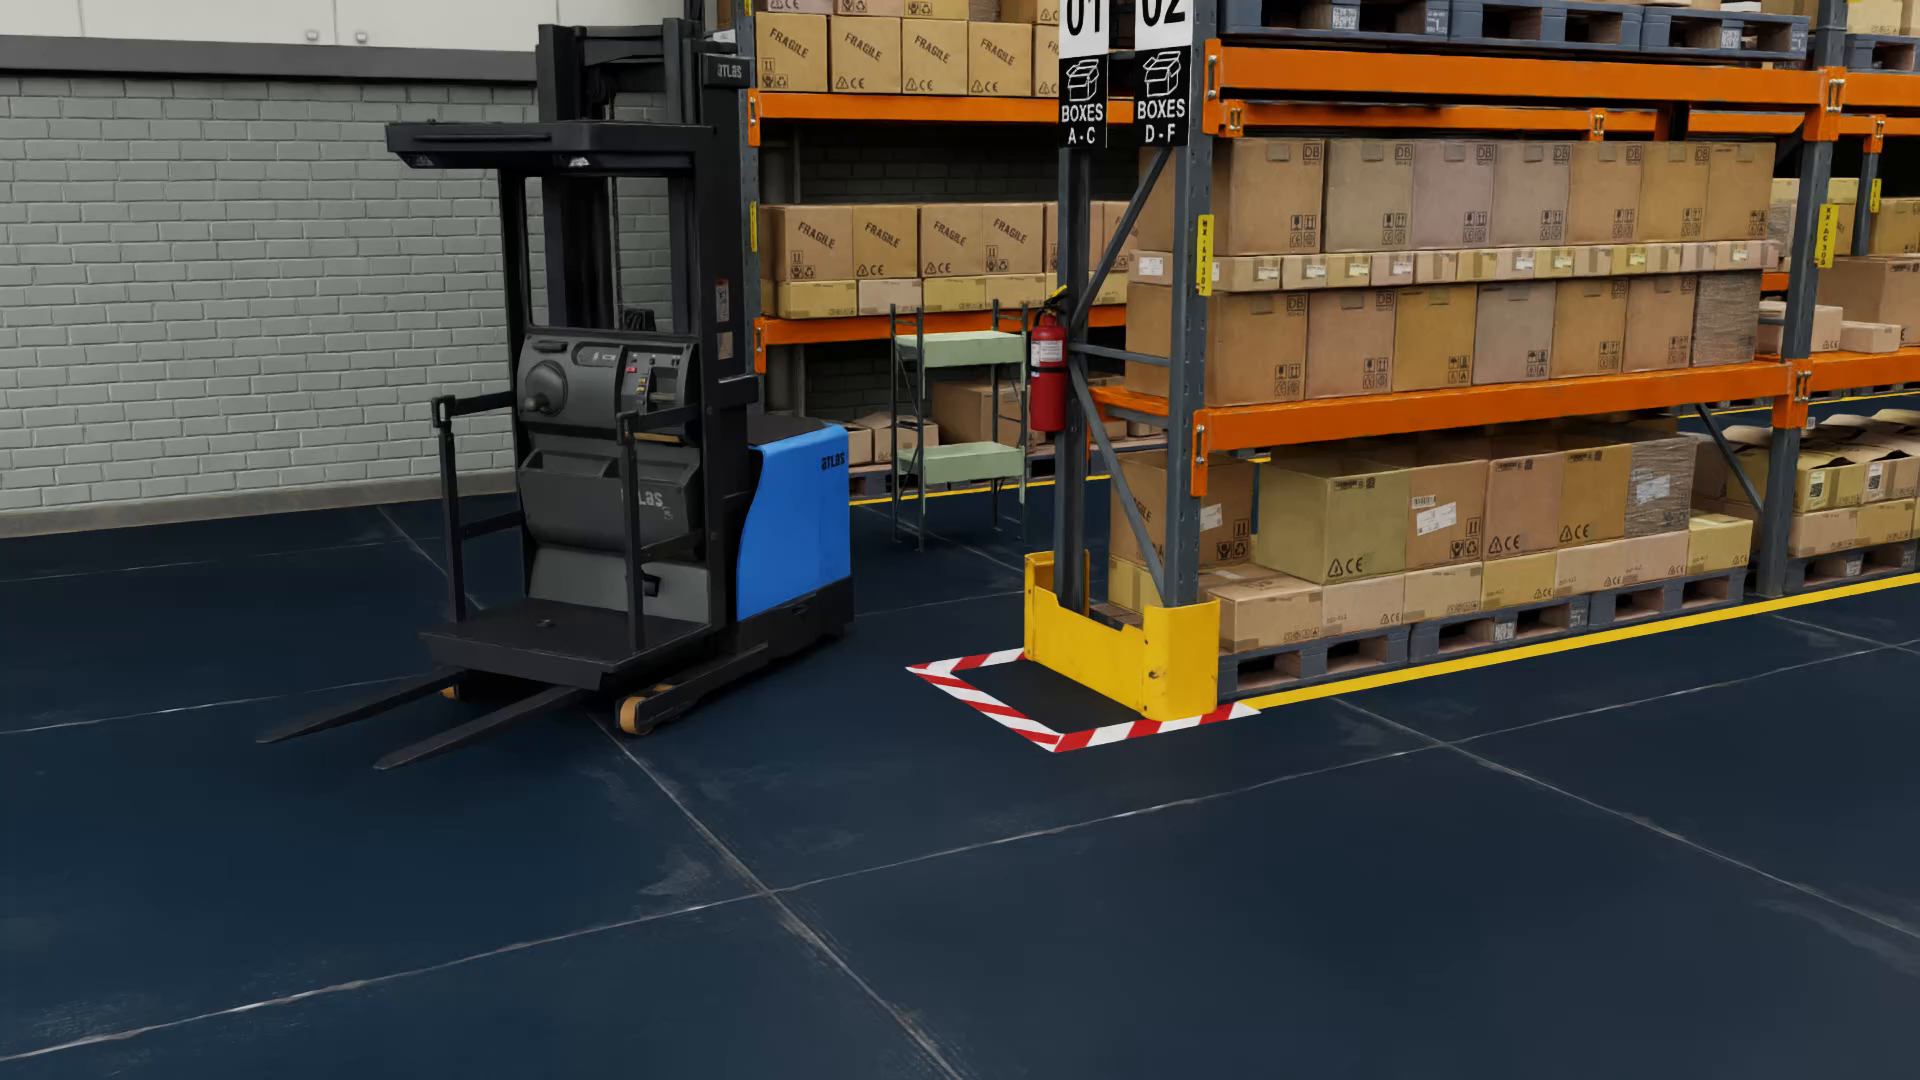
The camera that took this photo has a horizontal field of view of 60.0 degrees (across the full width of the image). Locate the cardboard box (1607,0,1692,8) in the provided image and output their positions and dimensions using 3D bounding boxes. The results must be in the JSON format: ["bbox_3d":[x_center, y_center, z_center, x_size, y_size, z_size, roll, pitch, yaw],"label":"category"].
[{"bbox_3d":[3.324,-2.667,8.092,0.250,0.149,0.380,-7,14,-28],"label":"cardboard box"}]

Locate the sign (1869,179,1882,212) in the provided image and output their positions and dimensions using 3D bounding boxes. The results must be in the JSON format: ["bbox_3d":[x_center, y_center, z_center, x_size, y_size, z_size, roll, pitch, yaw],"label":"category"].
[{"bbox_3d":[9.165,-3.451,16.654,0.005,0.325,0.100,-7,14,-28],"label":"sign"}]

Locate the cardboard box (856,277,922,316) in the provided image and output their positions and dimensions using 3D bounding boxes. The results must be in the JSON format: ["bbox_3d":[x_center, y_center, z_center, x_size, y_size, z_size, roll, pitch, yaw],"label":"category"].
[{"bbox_3d":[-0.607,-1.750,11.849,0.500,0.250,0.500,-7,15,-30],"label":"cardboard box"}]

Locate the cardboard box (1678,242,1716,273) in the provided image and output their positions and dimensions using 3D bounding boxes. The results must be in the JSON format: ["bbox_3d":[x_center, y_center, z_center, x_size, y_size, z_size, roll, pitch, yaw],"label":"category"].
[{"bbox_3d":[3.669,-1.474,8.622,0.250,0.149,0.380,-7,15,-30],"label":"cardboard box"}]

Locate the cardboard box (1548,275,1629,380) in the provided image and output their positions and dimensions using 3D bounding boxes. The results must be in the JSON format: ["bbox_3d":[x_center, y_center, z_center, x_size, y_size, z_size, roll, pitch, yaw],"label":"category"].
[{"bbox_3d":[2.963,-1.124,8.546,0.500,0.500,0.700,-7,14,-27],"label":"cardboard box"}]

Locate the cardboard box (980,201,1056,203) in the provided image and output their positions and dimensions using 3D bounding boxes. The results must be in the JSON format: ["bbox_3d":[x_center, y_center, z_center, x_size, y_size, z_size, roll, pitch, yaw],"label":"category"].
[{"bbox_3d":[0.466,-2.375,12.918,0.500,0.500,0.500,-6,14,-26],"label":"cardboard box"}]

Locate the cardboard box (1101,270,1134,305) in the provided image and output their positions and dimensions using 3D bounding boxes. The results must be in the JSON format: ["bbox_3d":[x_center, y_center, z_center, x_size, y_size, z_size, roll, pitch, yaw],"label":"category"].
[{"bbox_3d":[1.163,-1.964,12.801,0.500,0.250,0.500,-7,14,-28],"label":"cardboard box"}]

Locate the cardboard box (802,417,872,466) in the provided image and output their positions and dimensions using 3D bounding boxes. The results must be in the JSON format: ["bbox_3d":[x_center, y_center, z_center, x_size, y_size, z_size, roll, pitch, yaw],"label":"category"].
[{"bbox_3d":[-0.986,-0.724,12.117,0.500,0.311,0.500,-9,15,-34],"label":"cardboard box"}]

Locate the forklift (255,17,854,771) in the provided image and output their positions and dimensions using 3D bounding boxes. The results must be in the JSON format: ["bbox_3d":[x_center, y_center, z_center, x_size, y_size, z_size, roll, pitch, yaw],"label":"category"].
[{"bbox_3d":[-1.663,-0.721,7.139,1.130,2.935,3.031,6,14,27],"label":"forklift"}]

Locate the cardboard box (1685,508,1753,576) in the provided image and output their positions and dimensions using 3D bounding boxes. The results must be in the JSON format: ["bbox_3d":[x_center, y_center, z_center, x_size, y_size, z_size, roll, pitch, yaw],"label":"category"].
[{"bbox_3d":[3.949,-0.005,9.105,0.500,0.250,0.500,-7,14,-28],"label":"cardboard box"}]

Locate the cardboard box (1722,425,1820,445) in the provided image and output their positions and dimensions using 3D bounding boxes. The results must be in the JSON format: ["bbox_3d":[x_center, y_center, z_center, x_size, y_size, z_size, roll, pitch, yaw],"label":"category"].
[{"bbox_3d":[4.923,-0.523,10.131,0.500,0.311,0.500,-6,14,-26],"label":"cardboard box"}]

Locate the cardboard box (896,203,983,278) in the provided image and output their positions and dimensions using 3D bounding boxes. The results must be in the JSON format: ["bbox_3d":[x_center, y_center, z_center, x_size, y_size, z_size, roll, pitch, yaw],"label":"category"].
[{"bbox_3d":[-0.178,-2.164,11.980,0.500,0.500,0.500,-7,15,-30],"label":"cardboard box"}]

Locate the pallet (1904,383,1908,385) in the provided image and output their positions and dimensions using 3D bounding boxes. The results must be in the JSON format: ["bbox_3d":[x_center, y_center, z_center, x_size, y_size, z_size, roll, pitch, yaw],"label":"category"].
[{"bbox_3d":[10.674,-1.862,18.402,1.213,0.211,1.003,-7,14,-28],"label":"pallet"}]

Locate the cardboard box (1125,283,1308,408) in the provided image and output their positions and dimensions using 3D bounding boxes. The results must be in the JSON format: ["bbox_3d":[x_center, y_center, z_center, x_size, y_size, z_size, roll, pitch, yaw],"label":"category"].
[{"bbox_3d":[1.156,-0.907,7.580,0.500,0.500,0.700,-7,14,-28],"label":"cardboard box"}]

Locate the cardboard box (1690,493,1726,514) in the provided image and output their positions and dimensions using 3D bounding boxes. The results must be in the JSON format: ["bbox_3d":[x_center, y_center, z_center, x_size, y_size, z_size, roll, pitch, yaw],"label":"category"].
[{"bbox_3d":[4.476,-0.195,9.951,0.500,0.250,0.500,-7,14,-28],"label":"cardboard box"}]

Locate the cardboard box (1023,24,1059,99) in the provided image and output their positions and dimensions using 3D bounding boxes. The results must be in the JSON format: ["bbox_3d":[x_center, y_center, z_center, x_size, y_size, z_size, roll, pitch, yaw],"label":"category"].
[{"bbox_3d":[0.632,-3.491,12.186,0.500,0.500,0.500,-7,15,-30],"label":"cardboard box"}]

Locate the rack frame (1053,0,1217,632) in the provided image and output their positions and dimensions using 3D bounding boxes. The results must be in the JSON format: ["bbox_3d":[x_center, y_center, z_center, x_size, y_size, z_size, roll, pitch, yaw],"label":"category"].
[{"bbox_3d":[0.740,-0.812,7.383,0.127,3.000,1.000,-7,14,-28],"label":"rack frame"}]

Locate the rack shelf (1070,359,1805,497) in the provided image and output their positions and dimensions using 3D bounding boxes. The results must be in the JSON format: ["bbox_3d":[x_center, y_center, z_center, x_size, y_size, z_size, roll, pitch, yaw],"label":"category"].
[{"bbox_3d":[2.496,-0.671,8.397,4.000,0.370,1.077,-7,14,-28],"label":"rack shelf"}]

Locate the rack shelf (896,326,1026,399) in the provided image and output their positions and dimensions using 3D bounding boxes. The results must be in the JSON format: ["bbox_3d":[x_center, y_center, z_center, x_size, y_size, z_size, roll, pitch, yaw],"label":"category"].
[{"bbox_3d":[-0.006,-1.112,10.356,0.720,0.370,0.431,-7,14,-28],"label":"rack shelf"}]

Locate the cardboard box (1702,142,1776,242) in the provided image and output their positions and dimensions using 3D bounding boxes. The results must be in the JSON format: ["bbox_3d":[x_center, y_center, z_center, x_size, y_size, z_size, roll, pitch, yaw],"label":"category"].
[{"bbox_3d":[3.865,-1.866,8.887,0.500,0.500,0.700,-7,14,-28],"label":"cardboard box"}]

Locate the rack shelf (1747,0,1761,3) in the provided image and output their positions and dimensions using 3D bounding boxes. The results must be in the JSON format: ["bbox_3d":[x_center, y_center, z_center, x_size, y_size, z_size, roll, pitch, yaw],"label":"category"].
[{"bbox_3d":[7.141,-5.199,15.762,4.000,0.370,1.077,-7,14,-28],"label":"rack shelf"}]

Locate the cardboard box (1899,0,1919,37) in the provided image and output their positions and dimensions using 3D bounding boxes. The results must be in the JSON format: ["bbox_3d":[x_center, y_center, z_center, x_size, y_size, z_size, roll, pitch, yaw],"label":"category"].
[{"bbox_3d":[5.278,-2.949,9.433,0.500,0.250,0.500,-8,15,-33],"label":"cardboard box"}]

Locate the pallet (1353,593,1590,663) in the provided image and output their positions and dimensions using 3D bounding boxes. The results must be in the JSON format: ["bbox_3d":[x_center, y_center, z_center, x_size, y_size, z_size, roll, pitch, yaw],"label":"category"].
[{"bbox_3d":[2.461,0.333,8.649,1.213,0.211,1.003,-7,14,-28],"label":"pallet"}]

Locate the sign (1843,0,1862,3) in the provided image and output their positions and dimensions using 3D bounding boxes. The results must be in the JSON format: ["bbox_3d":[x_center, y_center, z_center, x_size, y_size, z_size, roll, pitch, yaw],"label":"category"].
[{"bbox_3d":[4.519,-2.880,8.384,0.005,0.325,0.100,-7,14,-28],"label":"sign"}]

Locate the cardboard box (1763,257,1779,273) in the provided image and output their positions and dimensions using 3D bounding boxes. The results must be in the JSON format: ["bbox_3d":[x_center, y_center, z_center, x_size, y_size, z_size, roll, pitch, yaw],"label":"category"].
[{"bbox_3d":[7.826,-2.724,16.406,0.250,0.149,0.380,-7,14,-28],"label":"cardboard box"}]

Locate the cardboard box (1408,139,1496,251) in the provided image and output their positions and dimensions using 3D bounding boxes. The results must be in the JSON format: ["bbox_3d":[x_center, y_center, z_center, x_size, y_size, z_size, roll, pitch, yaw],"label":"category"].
[{"bbox_3d":[2.104,-1.655,7.949,0.500,0.500,0.700,-7,14,-28],"label":"cardboard box"}]

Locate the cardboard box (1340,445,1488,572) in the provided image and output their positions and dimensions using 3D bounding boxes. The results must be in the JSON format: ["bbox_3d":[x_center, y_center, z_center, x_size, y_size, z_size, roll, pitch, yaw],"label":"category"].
[{"bbox_3d":[2.188,-0.162,8.097,0.500,0.500,0.500,-7,14,-28],"label":"cardboard box"}]

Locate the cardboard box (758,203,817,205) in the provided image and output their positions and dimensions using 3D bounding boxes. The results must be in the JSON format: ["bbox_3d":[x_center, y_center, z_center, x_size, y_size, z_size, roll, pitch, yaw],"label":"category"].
[{"bbox_3d":[-1.324,-2.159,11.958,0.500,0.500,0.500,-7,14,-28],"label":"cardboard box"}]

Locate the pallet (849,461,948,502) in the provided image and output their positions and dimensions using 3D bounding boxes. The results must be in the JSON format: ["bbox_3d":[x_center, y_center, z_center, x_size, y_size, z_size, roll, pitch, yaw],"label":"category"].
[{"bbox_3d":[-0.840,-0.492,12.315,1.213,0.211,1.003,-7,14,-28],"label":"pallet"}]

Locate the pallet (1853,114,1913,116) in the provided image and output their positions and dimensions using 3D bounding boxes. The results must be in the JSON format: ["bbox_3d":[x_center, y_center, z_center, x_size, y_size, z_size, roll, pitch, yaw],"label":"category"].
[{"bbox_3d":[9.620,-4.532,17.287,1.213,0.211,1.003,-7,14,-28],"label":"pallet"}]

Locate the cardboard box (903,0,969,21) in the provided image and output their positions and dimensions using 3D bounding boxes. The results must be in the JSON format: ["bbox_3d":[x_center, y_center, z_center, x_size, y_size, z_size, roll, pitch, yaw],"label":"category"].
[{"bbox_3d":[-0.273,-3.868,11.584,0.500,0.500,0.500,-6,14,-26],"label":"cardboard box"}]

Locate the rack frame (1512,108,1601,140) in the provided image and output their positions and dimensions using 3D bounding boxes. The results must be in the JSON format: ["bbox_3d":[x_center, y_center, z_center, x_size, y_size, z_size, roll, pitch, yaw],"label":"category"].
[{"bbox_3d":[5.386,-2.607,15.363,0.127,3.000,1.000,-7,14,-28],"label":"rack frame"}]

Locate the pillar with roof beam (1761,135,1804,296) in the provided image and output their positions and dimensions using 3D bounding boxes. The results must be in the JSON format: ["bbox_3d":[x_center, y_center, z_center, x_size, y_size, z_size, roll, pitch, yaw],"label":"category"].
[{"bbox_3d":[11.159,-5.366,13.956,0.400,9.000,9.100,-7,14,-28],"label":"pillar with roof beam"}]

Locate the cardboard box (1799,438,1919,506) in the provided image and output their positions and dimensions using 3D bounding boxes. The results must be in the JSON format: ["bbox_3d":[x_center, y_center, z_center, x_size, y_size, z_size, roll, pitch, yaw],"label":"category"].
[{"bbox_3d":[5.175,-0.416,9.657,0.500,0.311,0.500,-7,14,-29],"label":"cardboard box"}]

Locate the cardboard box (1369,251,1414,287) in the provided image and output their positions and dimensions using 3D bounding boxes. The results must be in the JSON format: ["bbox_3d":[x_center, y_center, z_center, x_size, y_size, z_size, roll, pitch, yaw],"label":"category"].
[{"bbox_3d":[1.861,-1.257,7.657,0.250,0.149,0.380,-7,14,-29],"label":"cardboard box"}]

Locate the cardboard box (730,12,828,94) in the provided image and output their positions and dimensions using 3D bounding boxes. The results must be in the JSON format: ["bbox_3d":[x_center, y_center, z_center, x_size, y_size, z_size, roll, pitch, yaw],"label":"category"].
[{"bbox_3d":[-1.223,-3.275,11.223,0.500,0.500,0.500,-6,14,-26],"label":"cardboard box"}]

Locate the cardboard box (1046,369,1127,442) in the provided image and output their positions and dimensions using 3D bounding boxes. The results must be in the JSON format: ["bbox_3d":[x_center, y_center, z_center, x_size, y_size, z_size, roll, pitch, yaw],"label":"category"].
[{"bbox_3d":[0.983,-1.065,13.200,0.500,0.500,0.500,-8,15,-32],"label":"cardboard box"}]

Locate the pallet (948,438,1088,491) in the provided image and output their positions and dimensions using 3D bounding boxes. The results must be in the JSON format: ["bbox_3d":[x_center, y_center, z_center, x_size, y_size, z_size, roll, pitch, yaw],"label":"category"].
[{"bbox_3d":[0.230,-0.619,12.881,1.213,0.211,1.003,-7,14,-28],"label":"pallet"}]

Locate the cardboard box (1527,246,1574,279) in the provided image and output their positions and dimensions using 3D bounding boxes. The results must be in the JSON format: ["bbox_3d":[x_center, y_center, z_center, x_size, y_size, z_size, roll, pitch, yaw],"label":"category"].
[{"bbox_3d":[2.768,-1.366,8.141,0.250,0.149,0.380,-6,14,-26],"label":"cardboard box"}]

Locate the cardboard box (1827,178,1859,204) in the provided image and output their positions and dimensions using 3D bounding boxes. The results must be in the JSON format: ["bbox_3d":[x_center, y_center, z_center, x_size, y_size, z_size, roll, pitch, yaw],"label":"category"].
[{"bbox_3d":[8.609,-3.499,16.667,0.500,0.250,0.500,-6,14,-26],"label":"cardboard box"}]

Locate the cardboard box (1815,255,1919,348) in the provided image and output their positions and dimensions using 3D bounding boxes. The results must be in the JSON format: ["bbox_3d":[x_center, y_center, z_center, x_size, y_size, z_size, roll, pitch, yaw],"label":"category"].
[{"bbox_3d":[5.396,-1.414,9.833,0.500,0.500,0.500,-6,14,-24],"label":"cardboard box"}]

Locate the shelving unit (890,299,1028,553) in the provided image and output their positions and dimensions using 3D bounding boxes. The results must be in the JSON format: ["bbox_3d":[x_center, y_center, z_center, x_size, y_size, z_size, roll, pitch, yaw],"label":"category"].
[{"bbox_3d":[-0.006,-0.731,10.441,0.755,1.500,0.431,-7,14,-28],"label":"shelving unit"}]

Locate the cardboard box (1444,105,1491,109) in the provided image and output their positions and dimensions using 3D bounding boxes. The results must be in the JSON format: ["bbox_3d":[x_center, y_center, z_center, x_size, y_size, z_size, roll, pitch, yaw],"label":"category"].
[{"bbox_3d":[4.203,-4.012,14.494,0.637,0.503,0.797,-5,14,-20],"label":"cardboard box"}]

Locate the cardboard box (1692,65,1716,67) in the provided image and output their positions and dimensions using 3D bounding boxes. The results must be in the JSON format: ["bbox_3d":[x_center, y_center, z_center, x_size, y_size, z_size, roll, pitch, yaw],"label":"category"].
[{"bbox_3d":[6.715,-4.518,15.791,0.500,0.500,0.700,-6,14,-25],"label":"cardboard box"}]

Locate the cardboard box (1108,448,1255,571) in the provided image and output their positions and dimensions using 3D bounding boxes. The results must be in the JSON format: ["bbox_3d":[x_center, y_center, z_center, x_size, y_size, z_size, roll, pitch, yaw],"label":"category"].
[{"bbox_3d":[1.069,-0.155,8.062,0.500,0.500,0.500,-7,14,-28],"label":"cardboard box"}]

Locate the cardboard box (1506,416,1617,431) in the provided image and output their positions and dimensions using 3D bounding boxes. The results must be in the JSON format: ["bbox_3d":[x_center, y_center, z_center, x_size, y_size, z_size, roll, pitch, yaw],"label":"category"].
[{"bbox_3d":[3.259,-0.419,9.237,0.500,0.500,0.500,-7,14,-28],"label":"cardboard box"}]

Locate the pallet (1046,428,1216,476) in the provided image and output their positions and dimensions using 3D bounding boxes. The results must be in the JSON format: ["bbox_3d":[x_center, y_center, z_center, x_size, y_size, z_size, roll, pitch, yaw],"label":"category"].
[{"bbox_3d":[1.302,-0.749,13.455,1.213,0.211,1.003,-7,14,-28],"label":"pallet"}]

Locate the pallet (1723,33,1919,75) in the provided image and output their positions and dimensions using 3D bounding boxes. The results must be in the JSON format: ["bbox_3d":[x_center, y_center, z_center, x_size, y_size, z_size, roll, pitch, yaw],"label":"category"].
[{"bbox_3d":[5.019,-2.698,9.368,1.217,0.209,0.805,-8,15,-30],"label":"pallet"}]

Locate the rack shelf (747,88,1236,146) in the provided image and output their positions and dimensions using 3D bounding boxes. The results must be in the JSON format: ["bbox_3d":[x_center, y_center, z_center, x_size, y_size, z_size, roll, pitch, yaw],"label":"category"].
[{"bbox_3d":[0.119,-3.089,12.308,4.000,0.370,1.077,-7,14,-28],"label":"rack shelf"}]

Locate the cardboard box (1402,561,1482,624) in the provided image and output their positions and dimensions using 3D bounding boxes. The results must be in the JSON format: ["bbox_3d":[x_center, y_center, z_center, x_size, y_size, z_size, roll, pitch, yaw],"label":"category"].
[{"bbox_3d":[2.194,0.206,8.169,0.500,0.250,0.500,-7,14,-28],"label":"cardboard box"}]
